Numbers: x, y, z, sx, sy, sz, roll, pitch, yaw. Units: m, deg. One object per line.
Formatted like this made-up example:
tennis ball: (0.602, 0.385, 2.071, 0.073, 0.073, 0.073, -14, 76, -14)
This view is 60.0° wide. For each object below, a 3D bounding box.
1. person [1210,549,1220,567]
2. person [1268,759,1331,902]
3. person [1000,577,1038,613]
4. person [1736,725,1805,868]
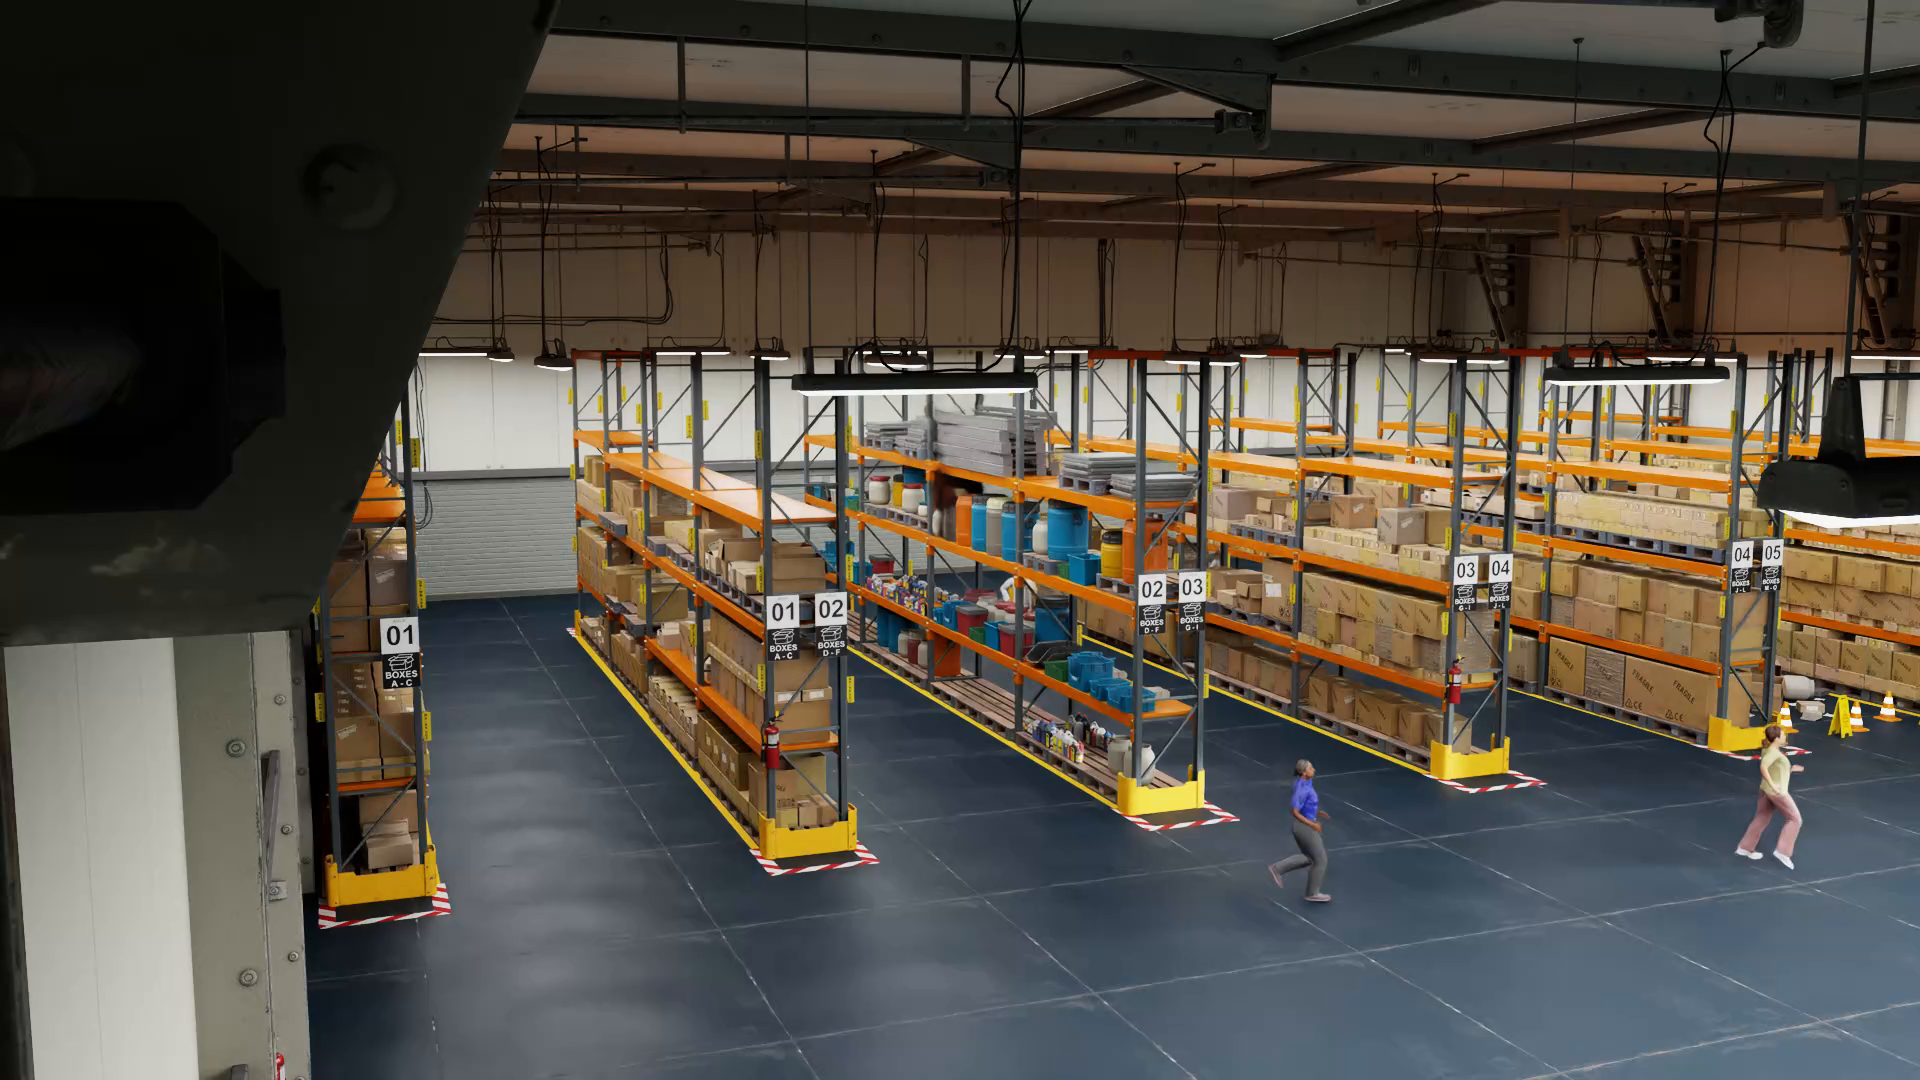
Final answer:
person: (5.781, 0.996, 37.106, 0.540, 1.462, 0.637, -3, 8, -21)
person: (3.805, 3.233, 18.555, 0.700, 1.608, 0.581, 1, 7, 8)
person: (1.224, 1.348, 32.705, 0.668, 1.759, 0.843, -6, 9, -38)
person: (9.666, 3.053, 19.798, 0.723, 1.715, 0.543, 0, 7, 2)
